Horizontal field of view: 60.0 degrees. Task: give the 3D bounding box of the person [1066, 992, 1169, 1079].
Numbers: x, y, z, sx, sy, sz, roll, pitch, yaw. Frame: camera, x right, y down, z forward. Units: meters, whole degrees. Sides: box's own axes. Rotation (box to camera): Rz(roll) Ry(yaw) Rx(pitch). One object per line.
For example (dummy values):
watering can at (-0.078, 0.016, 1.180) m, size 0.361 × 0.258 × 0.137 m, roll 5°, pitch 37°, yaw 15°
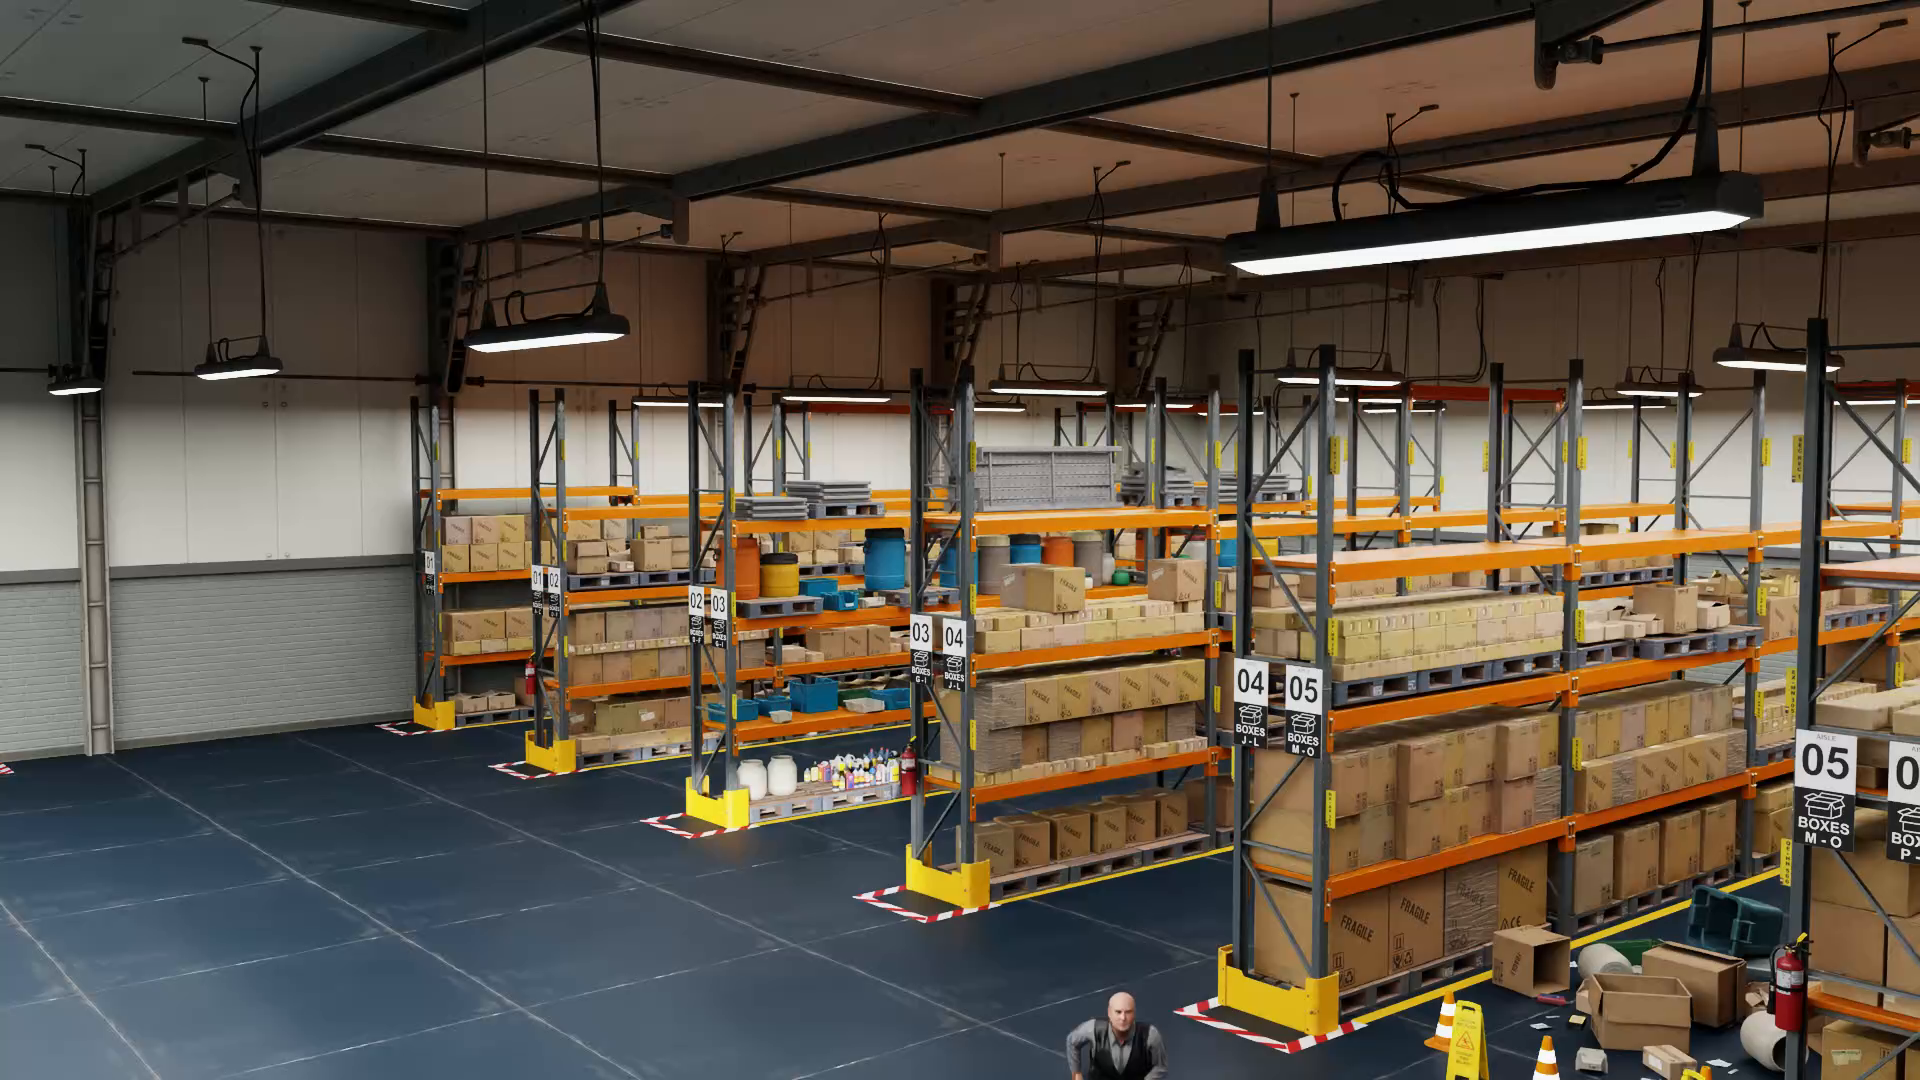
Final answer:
person at (1.027, 3.713, 10.820) m, size 0.648 × 1.652 × 0.722 m, roll 0°, pitch 3°, yaw -1°
